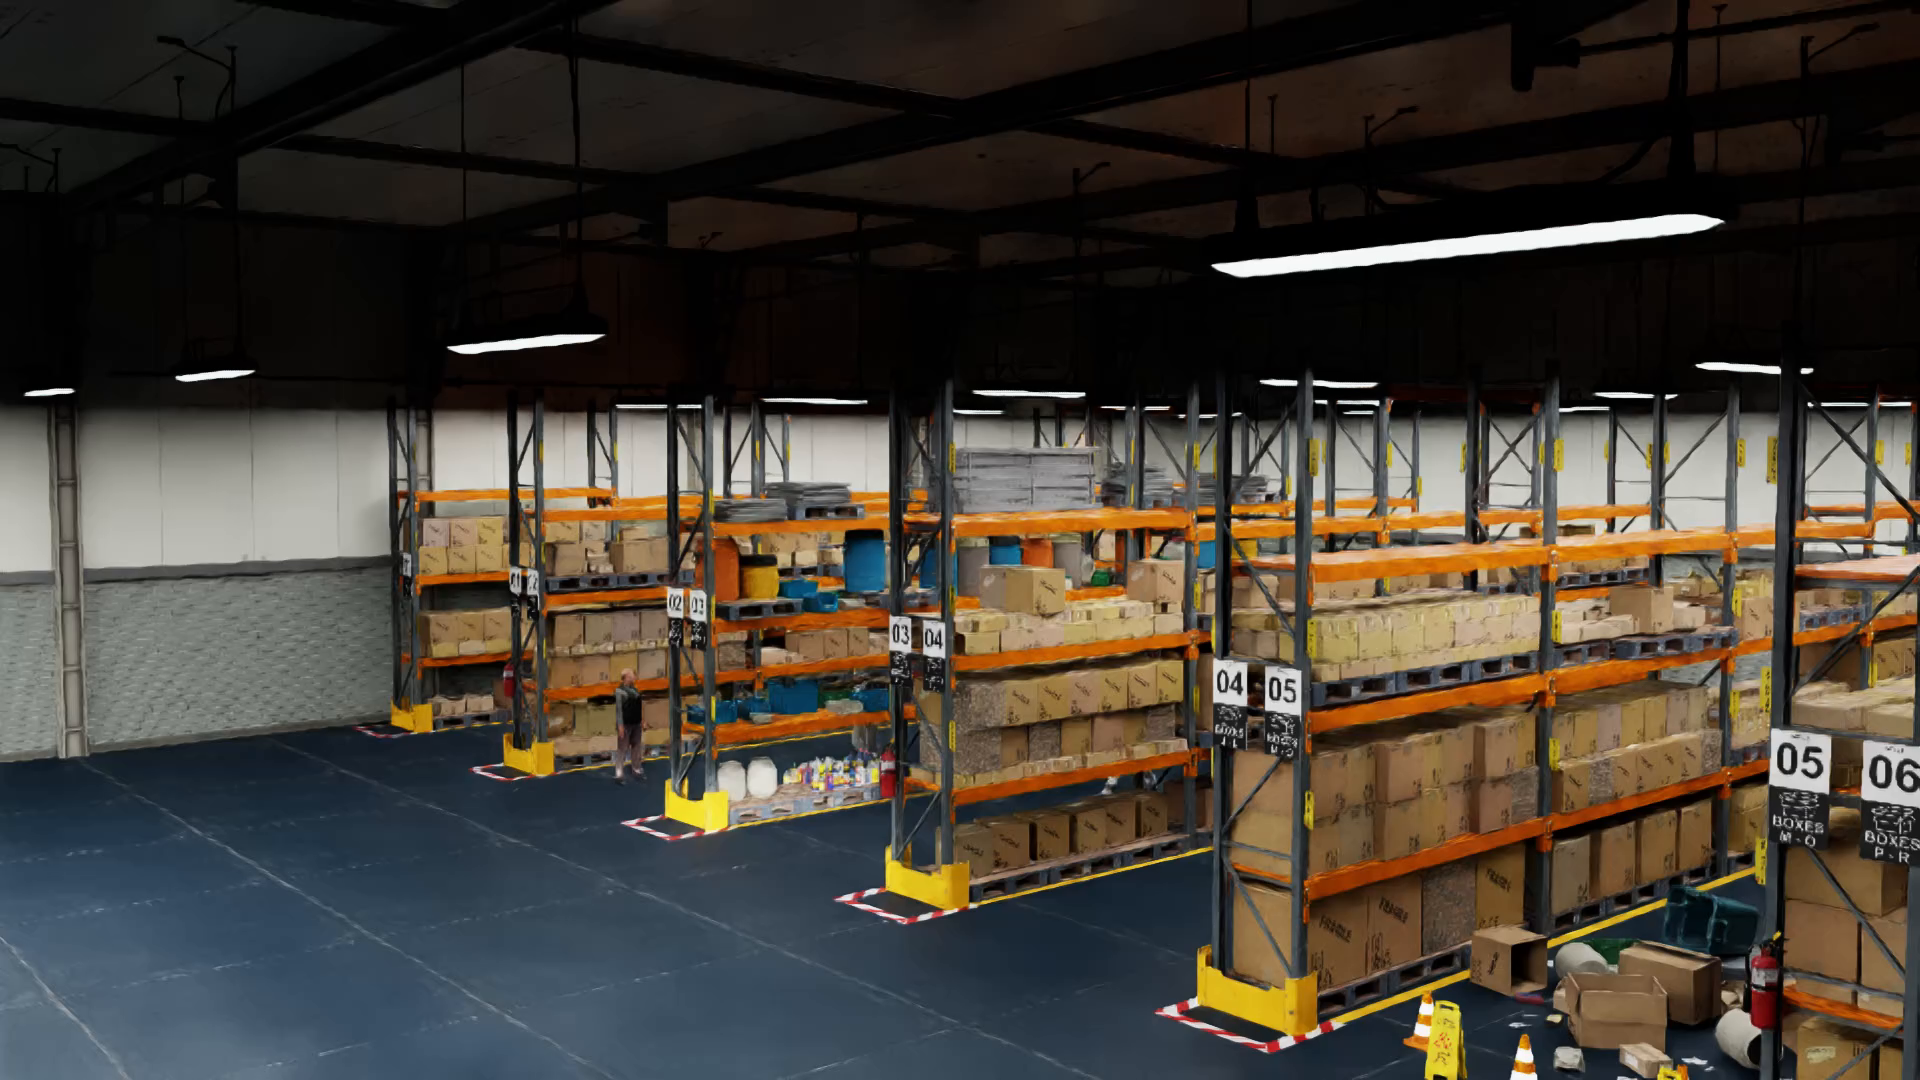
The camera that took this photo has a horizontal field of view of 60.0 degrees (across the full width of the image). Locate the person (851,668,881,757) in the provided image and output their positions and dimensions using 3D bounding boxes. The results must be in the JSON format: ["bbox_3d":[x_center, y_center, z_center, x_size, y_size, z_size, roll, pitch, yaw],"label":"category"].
[{"bbox_3d":[-1.490,2.819,26.364,0.532,1.630,0.592,-3,4,-40],"label":"person"}]

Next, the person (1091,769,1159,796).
[{"bbox_3d":[2.399,2.896,23.829,1.037,1.728,0.531,-2,4,-31],"label":"person"}]

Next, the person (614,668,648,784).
[{"bbox_3d":[-5.013,2.811,25.308,0.454,1.726,0.581,1,4,22],"label":"person"}]
